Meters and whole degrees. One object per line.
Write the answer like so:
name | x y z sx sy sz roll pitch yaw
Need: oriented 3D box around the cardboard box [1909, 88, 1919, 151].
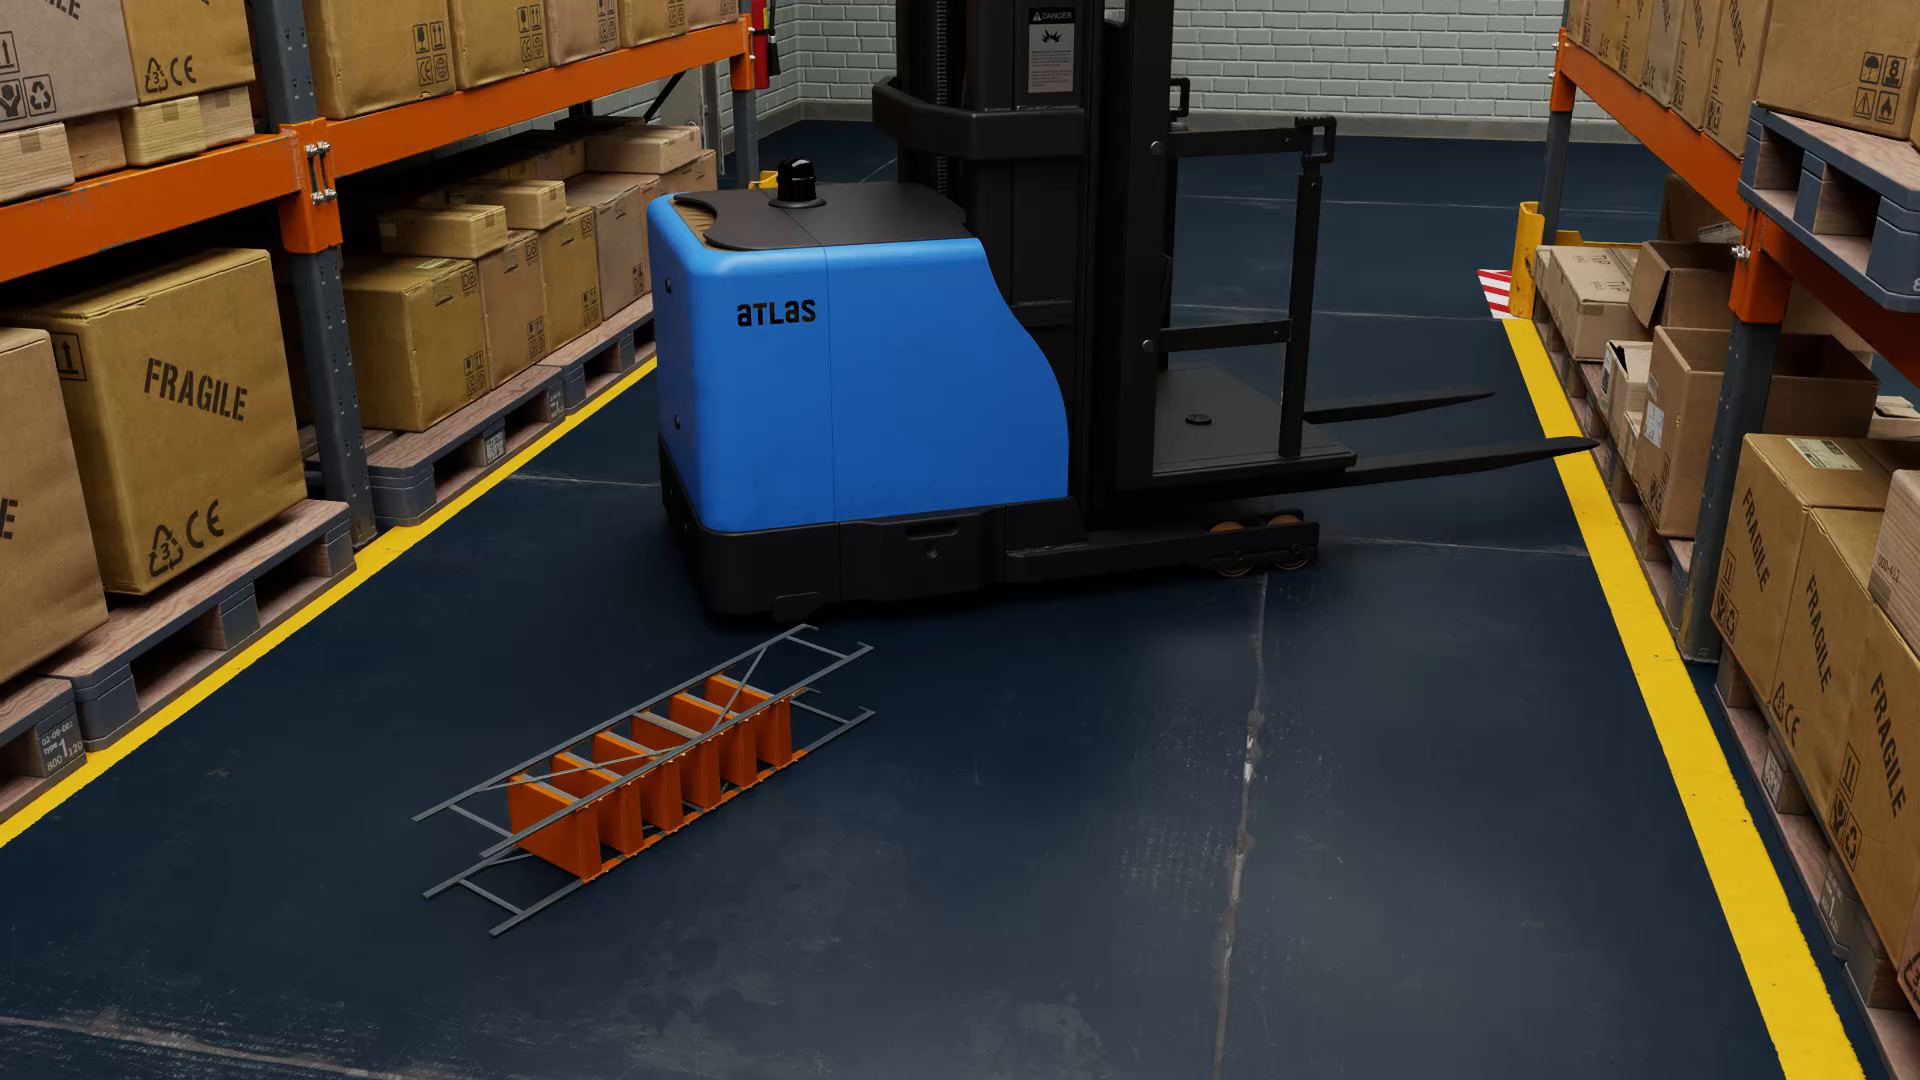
cardboard box | 2.074 -0.868 2.797 0.700 0.500 0.500 8 23 19

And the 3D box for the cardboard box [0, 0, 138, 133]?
cardboard box | -2.324 -1.234 3.843 0.500 0.500 0.500 5 22 11

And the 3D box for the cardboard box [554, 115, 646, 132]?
cardboard box | -1.781 -2.012 8.250 0.380 0.149 0.250 5 22 11

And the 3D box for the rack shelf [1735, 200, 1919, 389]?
rack shelf | 2.060 0.026 2.237 1.077 0.370 4.000 4 22 11

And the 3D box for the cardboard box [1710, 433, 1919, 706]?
cardboard box | 2.131 0.075 3.911 0.500 0.500 0.500 3 22 8

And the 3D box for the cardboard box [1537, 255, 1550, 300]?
cardboard box | 2.811 -1.174 7.456 0.380 0.166 0.250 4 22 11

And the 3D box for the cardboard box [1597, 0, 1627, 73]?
cardboard box | 2.730 -2.034 6.255 0.500 0.500 0.500 4 22 11

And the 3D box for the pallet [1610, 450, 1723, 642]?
pallet | 2.609 0.003 5.063 1.003 0.211 1.213 4 22 11

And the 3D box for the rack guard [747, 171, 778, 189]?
rack guard | -1.561 -1.728 8.974 1.175 0.500 0.348 4 22 11

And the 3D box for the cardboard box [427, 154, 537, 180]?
cardboard box | -2.038 -1.548 7.098 0.380 0.149 0.250 5 22 11

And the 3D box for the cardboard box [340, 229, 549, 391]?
cardboard box | -2.024 -0.900 6.357 0.700 0.500 0.500 4 22 10

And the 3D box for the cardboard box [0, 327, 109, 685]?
cardboard box | -2.566 -0.040 3.754 0.750 0.750 0.750 5 23 13

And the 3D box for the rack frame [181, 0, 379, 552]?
rack frame | -2.382 -1.416 4.853 1.000 3.000 0.127 4 22 11

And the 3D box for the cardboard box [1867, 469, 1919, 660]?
cardboard box | 1.927 0.092 2.862 0.500 0.250 0.500 5 22 11

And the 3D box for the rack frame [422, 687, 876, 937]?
rack frame | -0.672 0.593 3.866 0.240 0.006 1.200 16 27 34

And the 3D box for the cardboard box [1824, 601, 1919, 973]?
cardboard box | 1.923 0.453 2.972 0.500 0.500 0.500 5 22 12

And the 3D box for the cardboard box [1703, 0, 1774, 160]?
cardboard box | 2.319 -1.288 4.403 0.500 0.500 0.500 5 22 12

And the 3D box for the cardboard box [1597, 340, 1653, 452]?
cardboard box | 2.460 -0.500 5.591 0.500 0.311 0.500 4 22 11

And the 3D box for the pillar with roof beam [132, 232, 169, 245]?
pillar with roof beam | 1.128 -4.192 3.717 9.100 9.000 0.400 4 22 11

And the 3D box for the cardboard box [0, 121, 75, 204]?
cardboard box | -2.296 -0.877 3.824 0.380 0.149 0.250 4 22 11

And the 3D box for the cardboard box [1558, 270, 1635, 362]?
cardboard box | 2.692 -0.888 6.635 0.500 0.250 0.500 4 22 11

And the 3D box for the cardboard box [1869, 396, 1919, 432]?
cardboard box | 2.932 -0.383 5.494 0.380 0.166 0.250 4 22 11

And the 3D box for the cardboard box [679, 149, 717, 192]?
cardboard box | -1.611 -1.650 8.219 0.700 0.500 0.500 4 22 11

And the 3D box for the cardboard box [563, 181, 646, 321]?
cardboard box | -1.815 -1.283 7.308 0.700 0.500 0.500 4 22 9

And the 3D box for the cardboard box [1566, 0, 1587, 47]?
cardboard box | 2.936 -2.406 7.179 0.500 0.500 0.500 5 22 12

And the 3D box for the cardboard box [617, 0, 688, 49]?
cardboard box | -1.798 -2.563 7.302 0.980 0.700 0.700 4 22 10

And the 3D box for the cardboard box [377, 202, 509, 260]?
cardboard box | -1.881 -1.129 6.057 0.380 0.149 0.250 5 23 13

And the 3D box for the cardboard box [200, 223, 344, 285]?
cardboard box | -2.353 -0.980 5.686 0.380 0.149 0.250 4 22 11

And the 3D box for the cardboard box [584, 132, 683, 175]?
cardboard box | -1.510 -1.797 7.715 0.380 0.149 0.250 5 22 12

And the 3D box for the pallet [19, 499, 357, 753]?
pallet | -2.466 0.166 4.659 1.003 0.211 1.213 4 22 11

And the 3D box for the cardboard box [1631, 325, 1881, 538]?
cardboard box | 2.307 -0.314 4.875 0.500 0.500 0.500 4 22 11

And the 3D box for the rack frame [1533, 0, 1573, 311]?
rack frame | 3.284 -2.502 7.551 1.000 3.000 0.127 4 22 11

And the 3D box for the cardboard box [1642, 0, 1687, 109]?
cardboard box | 2.525 -1.665 5.338 0.500 0.500 0.500 5 22 12

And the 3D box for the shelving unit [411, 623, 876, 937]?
shelving unit | -0.672 0.509 3.832 0.258 0.189 1.200 16 27 34

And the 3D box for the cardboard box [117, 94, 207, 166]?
cardboard box | -2.202 -1.069 4.302 0.380 0.149 0.250 5 22 12

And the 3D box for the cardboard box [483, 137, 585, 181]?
cardboard box | -1.935 -1.735 7.562 0.380 0.149 0.250 5 22 11

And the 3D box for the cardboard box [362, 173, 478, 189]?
cardboard box | -2.142 -1.361 6.634 0.380 0.149 0.250 5 22 11

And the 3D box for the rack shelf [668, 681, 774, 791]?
rack shelf | -0.573 0.460 3.953 0.258 0.180 0.103 16 27 34

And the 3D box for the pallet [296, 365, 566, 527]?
pallet | -2.150 -0.394 6.050 1.003 0.211 1.213 4 22 11

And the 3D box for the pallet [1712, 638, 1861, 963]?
pallet | 2.339 0.555 3.694 1.003 0.211 1.213 4 22 11

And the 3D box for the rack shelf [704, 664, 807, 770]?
rack shelf | -0.500 0.424 4.042 0.258 0.180 0.103 16 27 34

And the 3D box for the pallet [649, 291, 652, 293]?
pallet | -1.653 -1.286 8.265 1.003 0.211 1.213 4 22 11

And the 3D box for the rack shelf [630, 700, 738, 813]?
rack shelf | -0.645 0.495 3.864 0.258 0.180 0.103 16 27 34

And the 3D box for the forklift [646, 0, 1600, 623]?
forklift | 0.596 -1.428 4.975 3.031 2.935 1.130 -7 23 -16

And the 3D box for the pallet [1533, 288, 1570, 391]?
pallet | 3.107 -0.889 7.279 1.003 0.211 1.213 4 22 11

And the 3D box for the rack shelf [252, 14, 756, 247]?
rack shelf | -1.974 -1.813 6.804 1.077 0.370 4.000 4 22 11

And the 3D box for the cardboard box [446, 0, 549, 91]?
cardboard box | -2.101 -2.018 5.948 0.980 0.700 0.700 4 22 10
